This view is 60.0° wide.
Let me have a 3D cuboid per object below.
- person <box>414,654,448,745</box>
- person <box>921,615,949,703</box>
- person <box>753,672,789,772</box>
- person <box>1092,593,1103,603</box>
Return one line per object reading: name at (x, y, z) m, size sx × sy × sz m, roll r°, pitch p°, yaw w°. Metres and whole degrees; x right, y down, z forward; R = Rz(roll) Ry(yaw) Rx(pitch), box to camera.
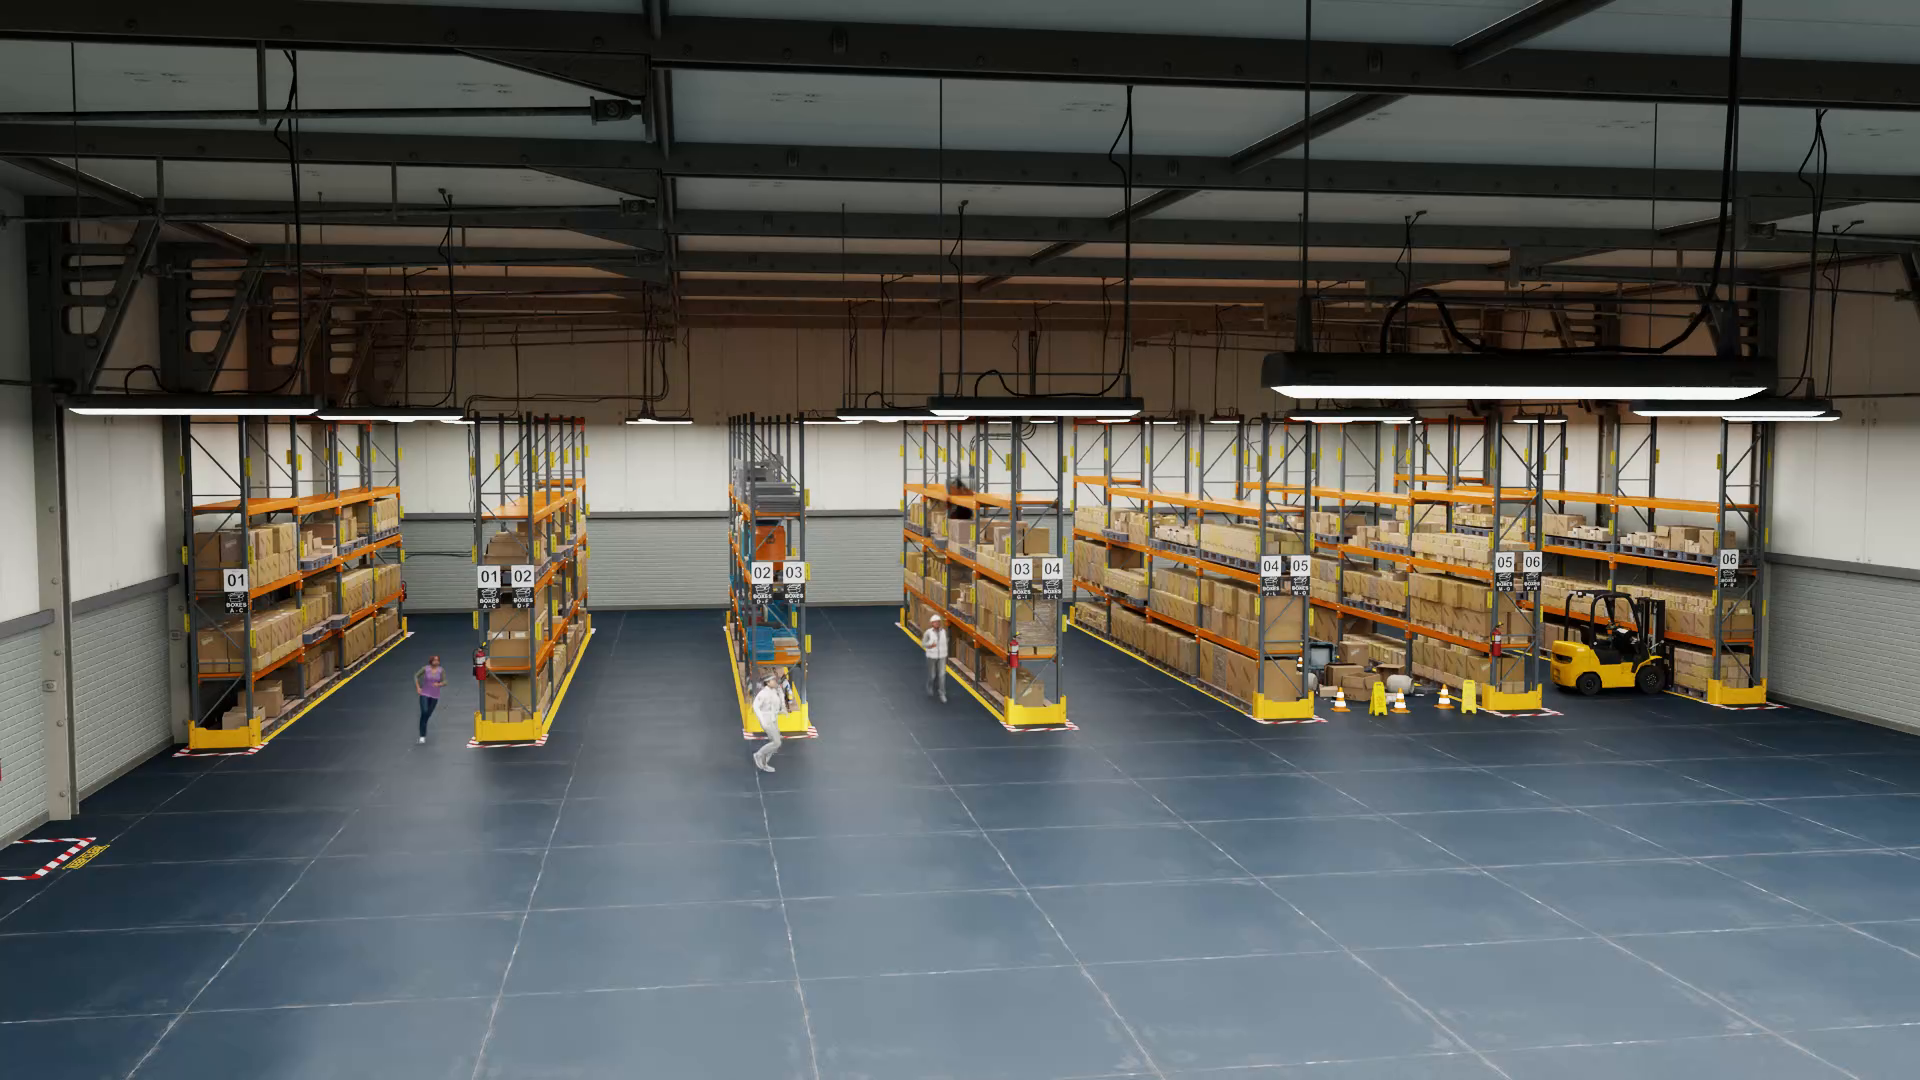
person at (-9.683, 2.881, 30.405) m, size 0.587 × 1.607 × 0.767 m, roll -2°, pitch 5°, yaw -31°
person at (-0.496, 2.450, 34.743) m, size 0.657 × 1.776 × 0.950 m, roll -1°, pitch 4°, yaw -16°
person at (-3.138, 3.015, 27.638) m, size 0.538 × 1.663 × 0.630 m, roll 1°, pitch 4°, yaw 15°
person at (4.163, 1.501, 49.875) m, size 0.848 × 1.653 × 0.673 m, roll 3°, pitch 5°, yaw 34°
